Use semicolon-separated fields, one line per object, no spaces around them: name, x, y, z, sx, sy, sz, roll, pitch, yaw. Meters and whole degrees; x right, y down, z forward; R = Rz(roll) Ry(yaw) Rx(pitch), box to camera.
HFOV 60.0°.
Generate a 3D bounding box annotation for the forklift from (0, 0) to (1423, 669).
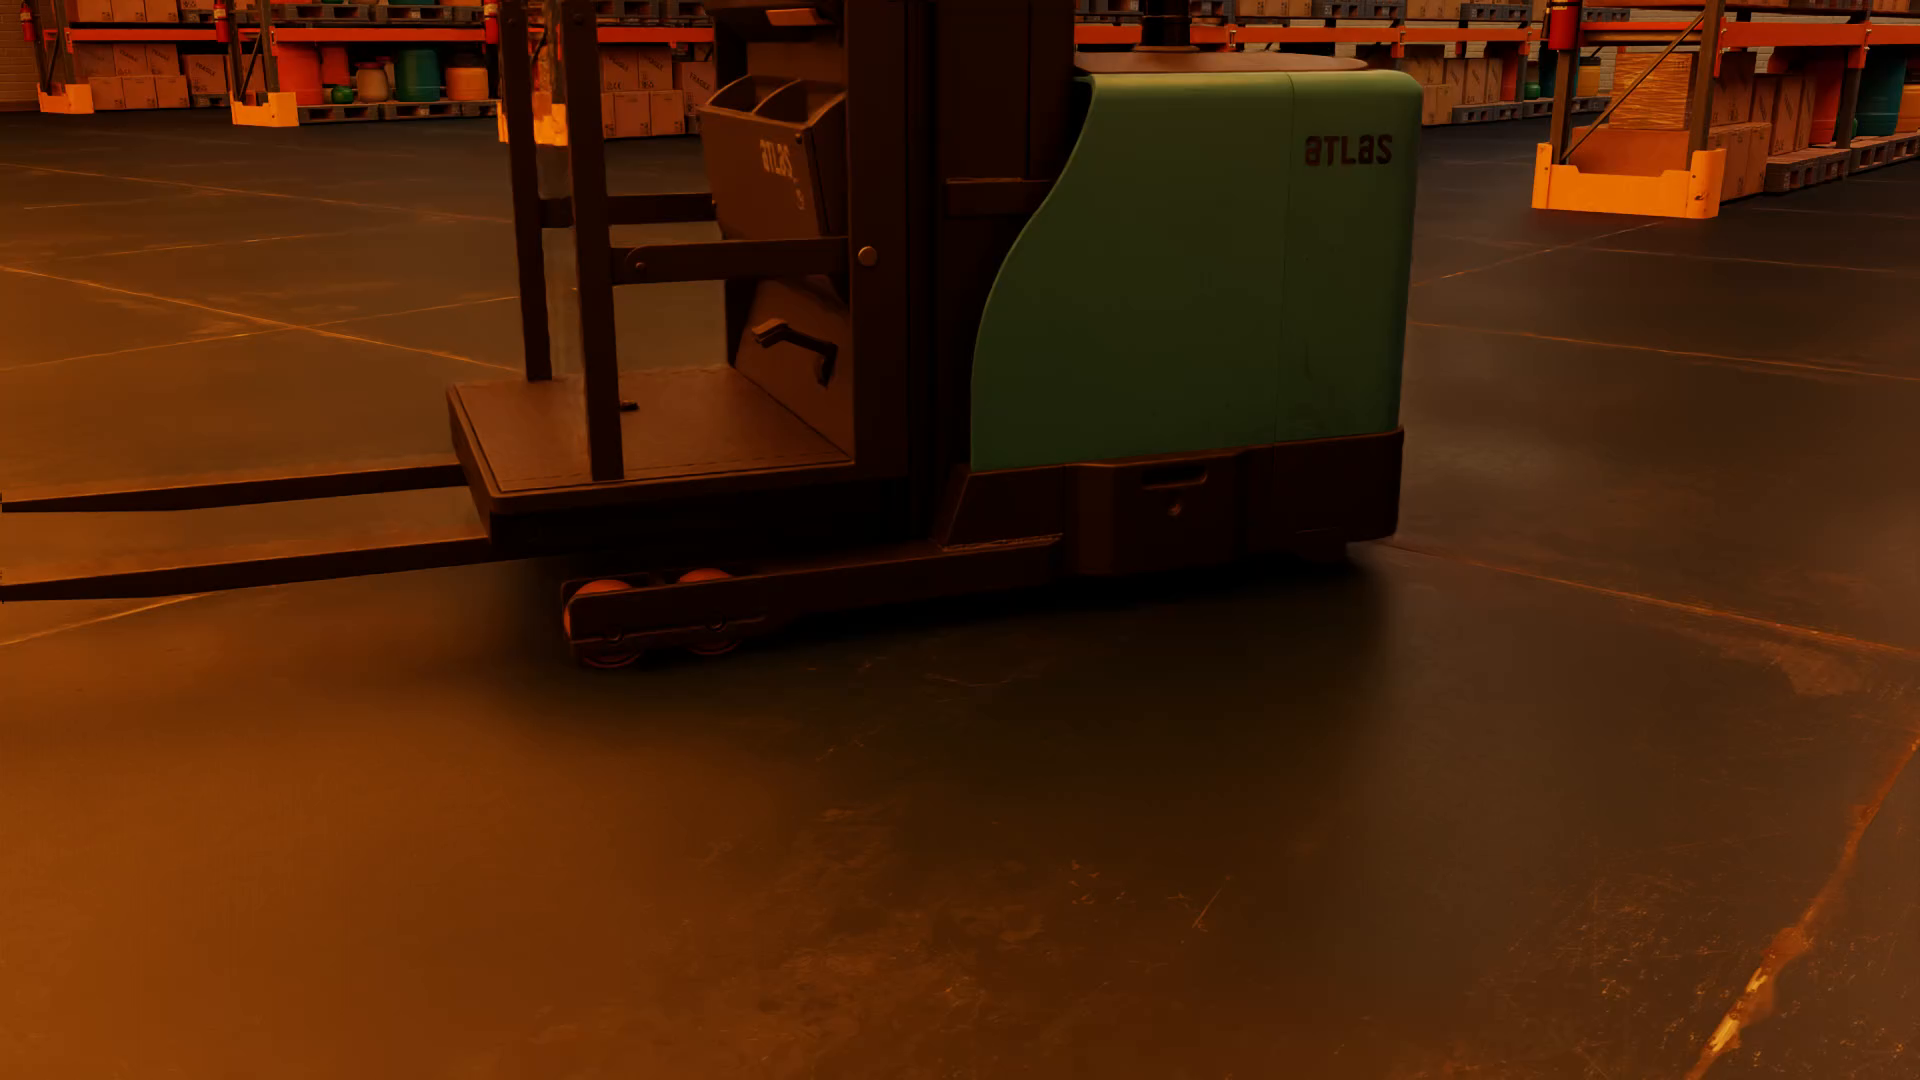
forklift;-0.580;-1.332;3.286;3.031;2.935;1.130;-6;18;-20
